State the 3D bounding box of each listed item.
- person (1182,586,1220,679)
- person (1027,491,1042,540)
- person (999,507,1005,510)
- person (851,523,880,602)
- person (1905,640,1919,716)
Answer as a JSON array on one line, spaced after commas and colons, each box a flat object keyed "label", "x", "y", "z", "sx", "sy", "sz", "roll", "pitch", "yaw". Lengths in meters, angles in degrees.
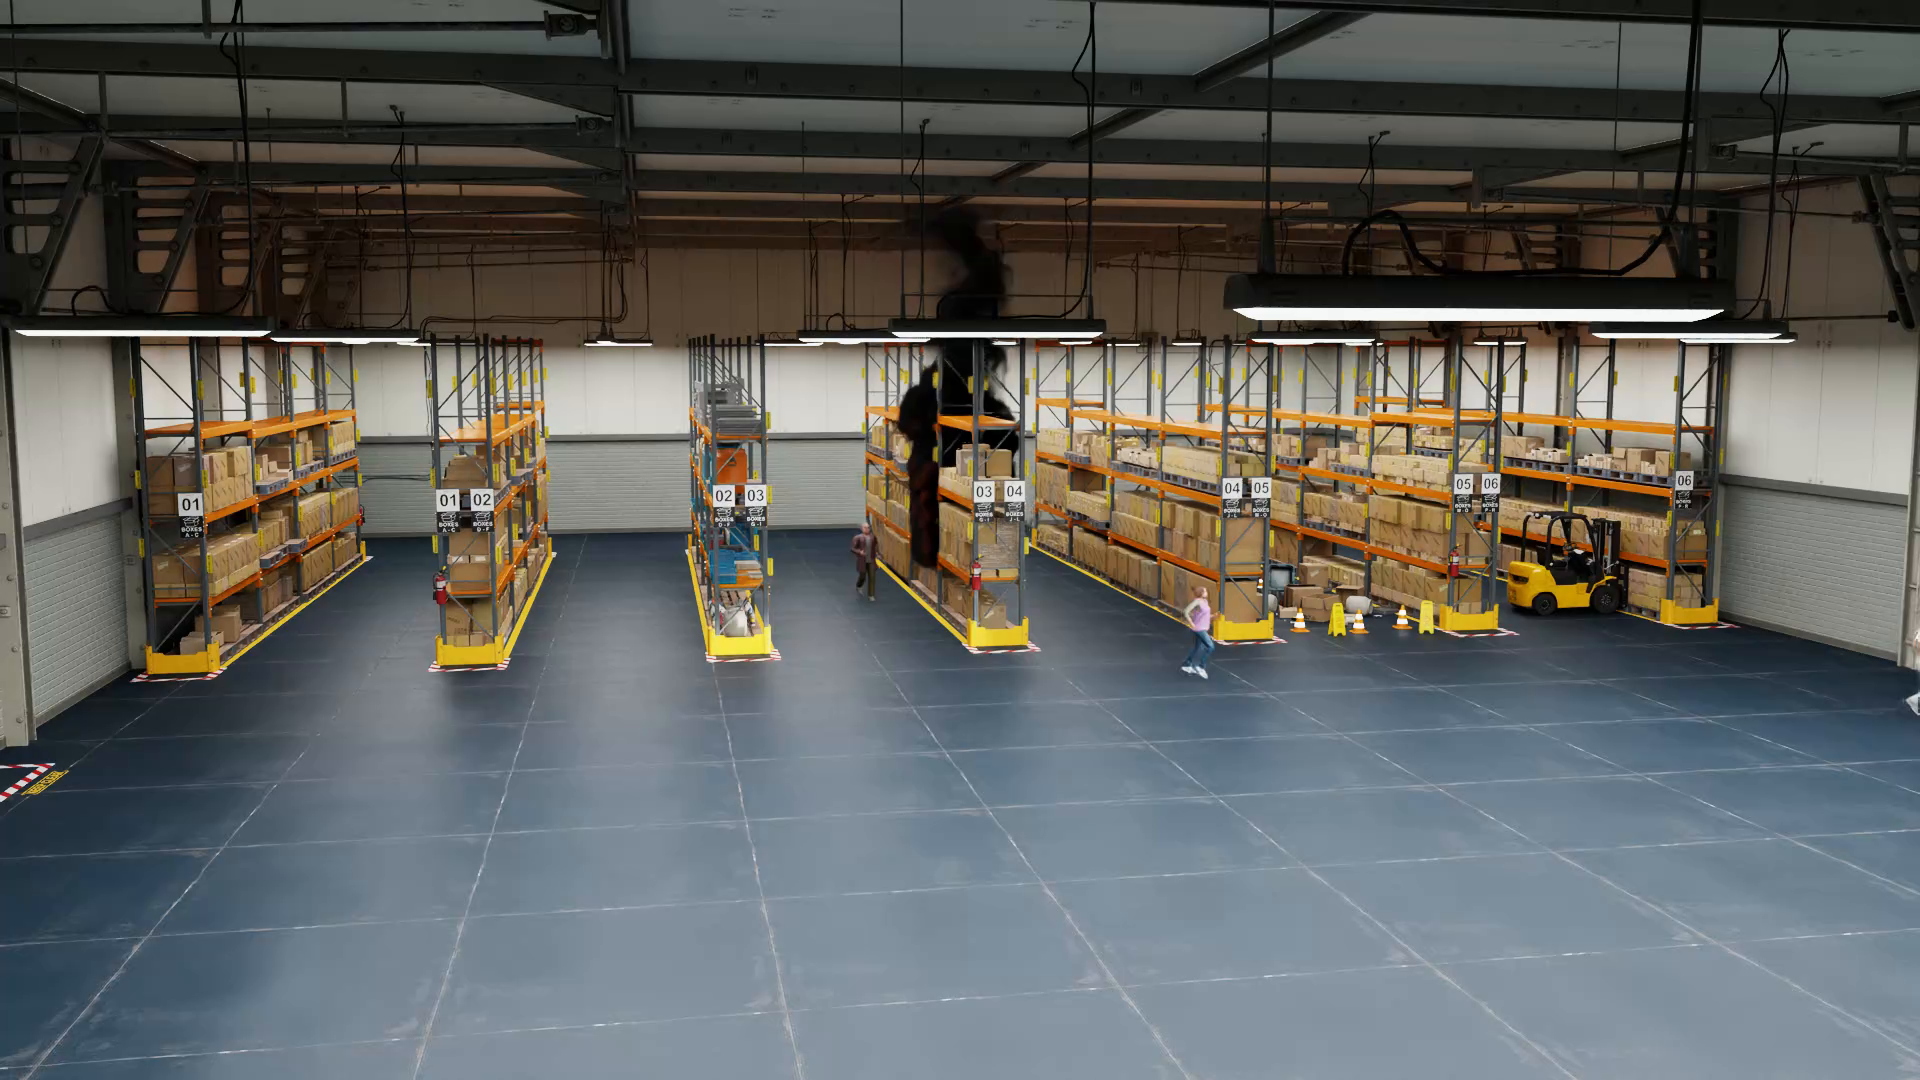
[{"label": "person", "x": 4.205, "y": 1.606, "z": 29.071, "sx": 0.690, "sy": 1.628, "sz": 0.506, "roll": 3, "pitch": 7, "yaw": 24}, {"label": "person", "x": 2.278, "y": -0.731, "z": 49.727, "sx": 0.495, "sy": 1.533, "sz": 0.522, "roll": -3, "pitch": 7, "yaw": -28}, {"label": "person", "x": 1.160, "y": -0.657, "z": 48.853, "sx": 0.725, "sy": 1.692, "sz": 0.698, "roll": 4, "pitch": 8, "yaw": 34}, {"label": "person", "x": -2.142, "y": 0.485, "z": 37.999, "sx": 0.718, "sy": 1.764, "sz": 1.024, "roll": -2, "pitch": 7, "yaw": -21}, {"label": "person", "x": 14.937, "y": 1.934, "z": 25.490, "sx": 0.789, "sy": 1.782, "sz": 0.670, "roll": 6, "pitch": 9, "yaw": 43}]
